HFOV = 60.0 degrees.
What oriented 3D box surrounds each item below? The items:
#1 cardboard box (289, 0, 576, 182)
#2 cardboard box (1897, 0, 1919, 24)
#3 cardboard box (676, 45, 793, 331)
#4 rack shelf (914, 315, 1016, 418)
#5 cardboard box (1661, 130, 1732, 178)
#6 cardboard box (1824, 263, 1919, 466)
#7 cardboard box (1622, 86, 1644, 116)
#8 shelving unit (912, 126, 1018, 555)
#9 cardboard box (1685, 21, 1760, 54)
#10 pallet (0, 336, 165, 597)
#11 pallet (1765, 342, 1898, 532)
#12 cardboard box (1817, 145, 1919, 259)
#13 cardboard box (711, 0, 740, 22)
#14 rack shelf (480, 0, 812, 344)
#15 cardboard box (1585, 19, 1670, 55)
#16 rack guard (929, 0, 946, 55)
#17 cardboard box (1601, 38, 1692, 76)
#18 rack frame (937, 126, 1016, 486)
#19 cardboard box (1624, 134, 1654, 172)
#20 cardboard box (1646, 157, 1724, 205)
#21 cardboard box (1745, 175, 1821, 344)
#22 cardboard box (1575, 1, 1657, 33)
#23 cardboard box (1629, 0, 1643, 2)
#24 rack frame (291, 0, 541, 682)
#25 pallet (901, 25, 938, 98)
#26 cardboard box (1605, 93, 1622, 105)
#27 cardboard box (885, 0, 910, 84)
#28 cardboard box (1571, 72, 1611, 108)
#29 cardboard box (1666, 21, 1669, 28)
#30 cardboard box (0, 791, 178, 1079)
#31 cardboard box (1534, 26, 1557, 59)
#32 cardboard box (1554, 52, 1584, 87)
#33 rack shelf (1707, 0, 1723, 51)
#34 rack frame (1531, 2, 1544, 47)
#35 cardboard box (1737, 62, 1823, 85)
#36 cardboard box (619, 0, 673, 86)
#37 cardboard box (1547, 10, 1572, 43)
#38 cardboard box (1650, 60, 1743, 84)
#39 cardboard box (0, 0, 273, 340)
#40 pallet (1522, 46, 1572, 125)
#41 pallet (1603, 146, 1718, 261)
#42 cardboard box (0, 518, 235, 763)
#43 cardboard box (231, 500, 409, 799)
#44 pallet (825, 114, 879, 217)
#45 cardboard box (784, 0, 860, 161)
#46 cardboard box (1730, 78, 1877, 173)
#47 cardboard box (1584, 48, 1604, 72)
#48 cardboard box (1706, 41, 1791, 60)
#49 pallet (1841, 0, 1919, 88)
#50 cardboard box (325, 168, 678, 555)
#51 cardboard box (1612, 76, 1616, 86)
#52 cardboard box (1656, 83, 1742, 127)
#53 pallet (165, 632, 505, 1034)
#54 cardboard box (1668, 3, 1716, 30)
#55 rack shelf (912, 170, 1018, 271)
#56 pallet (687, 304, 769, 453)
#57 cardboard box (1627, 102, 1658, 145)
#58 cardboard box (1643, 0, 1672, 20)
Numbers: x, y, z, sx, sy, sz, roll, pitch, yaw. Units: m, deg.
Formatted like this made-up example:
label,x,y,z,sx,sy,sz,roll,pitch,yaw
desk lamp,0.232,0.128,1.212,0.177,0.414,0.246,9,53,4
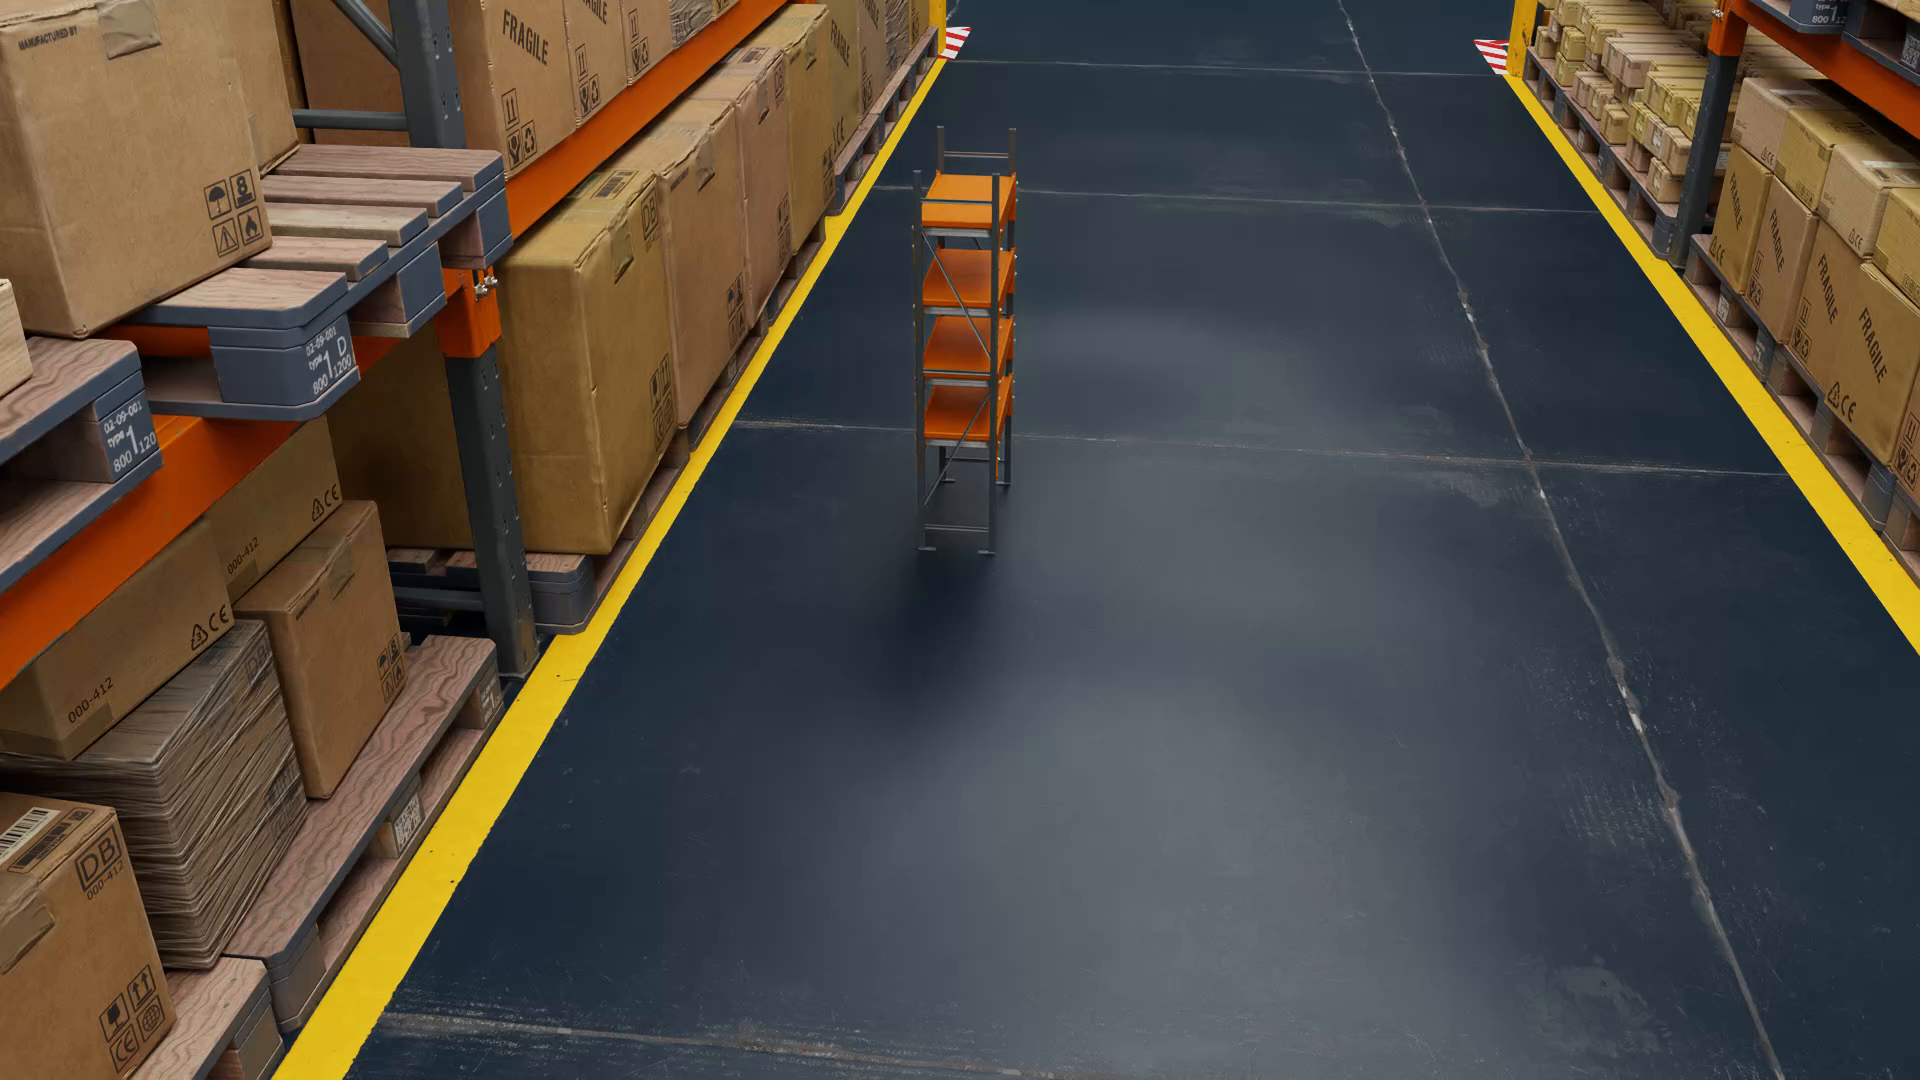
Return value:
label,x,y,z,sx,sy,sz,roll,pitch,yaw
cardboard box,-1.345,-1.249,4.300,0.500,0.500,0.500,4,29,8
cardboard box,3.002,-1.593,4.866,0.380,0.149,0.250,4,29,8
cardboard box,-1.351,-1.401,6.485,1.225,0.875,0.875,2,28,4
rack shelf,0.020,-0.547,5.142,0.258,0.148,0.480,3,28,6
cardboard box,3.449,-1.766,7.615,0.380,0.149,0.250,4,29,7
cardboard box,3.173,-0.559,5.318,0.500,0.500,0.500,2,28,4
cardboard box,3.625,-2.255,8.523,0.380,0.149,0.250,4,29,7
shelving unit,0.020,-0.606,5.110,0.258,1.200,0.503,3,28,6
cardboard box,4.195,-2.740,9.109,0.380,0.149,0.250,2,28,4
pallet,-1.876,0.027,2.240,1.003,0.211,1.213,3,28,6
pallet,3.485,-0.369,5.712,1.003,0.211,1.213,3,28,6
cardboard box,3.244,-1.130,5.587,0.500,0.250,0.500,4,29,8
cardboard box,-1.095,-2.204,6.073,0.500,0.500,0.500,3,28,6
rack shelf,-1.429,-1.616,5.846,1.077,0.370,4.000,3,28,6
cardboard box,3.673,-2.766,9.157,0.380,0.149,0.250,4,29,7
rack guard,-0.691,-3.668,11.532,1.175,0.500,0.348,3,28,6
cardboard box,3.598,-2.531,8.722,0.380,0.149,0.250,2,28,4
rack frame,0.050,-0.721,5.323,0.240,1.200,0.015,3,28,6
cardboard box,3.519,-1.919,8.212,0.380,0.149,0.250,2,28,5
cardboard box,3.436,-1.673,7.756,0.380,0.149,0.250,4,29,7
cardboard box,3.309,-1.042,6.214,0.500,0.500,0.500,5,29,8
cardboard box,3.794,-3.017,9.623,0.380,0.149,0.250,2,28,4
cardboard box,3.900,-3.250,10.055,0.380,0.149,0.250,4,29,7
rack frame,-1.674,-0.992,3.928,1.000,3.000,0.127,3,28,6
pallet,-0.714,-3.149,10.872,1.003,0.211,1.213,3,28,6
cardboard box,3.661,-2.279,8.881,0.380,0.149,0.250,4,29,7
cardboard box,-0.805,-3.273,9.960,0.875,0.875,0.875,3,28,6
cardboard box,3.666,-2.526,9.340,0.380,0.149,0.250,2,28,4
cardboard box,4.373,-2.973,9.855,0.380,0.149,0.250,2,28,4
cardboard box,-1.855,0.761,2.847,0.700,0.500,0.500,6,29,10
cardboard box,3.834,-3.123,10.448,0.380,0.149,0.250,4,29,7
cardboard box,3.720,-2.764,9.781,0.380,0.149,0.250,4,29,7
rack shelf,3.971,-3.164,8.718,1.077,0.370,4.000,3,28,6
rack frame,4.216,-4.422,10.295,1.000,3.000,0.127,3,28,6
cardboard box,4.058,-2.253,8.205,0.380,0.149,0.250,3,28,5
cardboard box,-1.225,-1.733,5.199,0.500,0.500,0.500,3,28,5
cardboard box,3.808,-3.125,10.138,0.380,0.149,0.250,3,28,6
cardboard box,3.636,-2.271,8.238,0.380,0.149,0.250,4,29,8
cardboard box,-1.670,-0.696,2.830,0.700,0.500,0.500,8,29,14
pallet,4.072,-2.778,10.184,1.003,0.211,1.213,3,28,6
pallet,3.773,-1.629,8.052,1.003,0.211,1.213,3,28,6
cardboard box,-1.782,0.152,3.186,0.500,0.250,0.500,7,29,12
cardboard box,-1.737,0.232,3.829,0.700,0.500,0.500,2,28,4
pallet,-1.013,-2.000,8.741,1.003,0.211,1.213,3,28,6
cardboard box,-1.024,-2.430,8.396,0.875,0.875,0.875,3,28,6
cardboard box,3.373,-1.621,6.498,0.500,0.250,0.500,2,28,4
cardboard box,3.788,-2.760,9.460,0.380,0.149,0.250,2,28,4
cardboard box,4.121,-2.501,8.665,0.380,0.149,0.250,2,28,4
pallet,3.438,-1.506,5.084,1.003,0.211,1.213,3,28,6
cardboard box,-1.569,-0.565,4.933,1.225,0.875,0.875,2,28,4
cardboard box,3.753,-2.503,8.983,0.380,0.149,0.250,5,29,9
cardboard box,3.503,-2.036,7.802,0.380,0.149,0.250,4,29,7
pallet,-1.772,0.604,3.907,1.003,0.211,1.213,3,28,6
cardboard box,4.315,-2.987,9.568,0.380,0.149,0.250,2,28,4
rack shelf,0.020,-0.952,4.924,0.258,0.148,0.480,3,28,6
pallet,-1.351,-0.704,6.333,1.003,0.211,1.213,3,28,6
cardboard box,3.485,-2.022,8.089,0.380,0.149,0.250,2,28,4
cardboard box,4.315,-3.235,10.027,0.380,0.149,0.250,4,29,7
